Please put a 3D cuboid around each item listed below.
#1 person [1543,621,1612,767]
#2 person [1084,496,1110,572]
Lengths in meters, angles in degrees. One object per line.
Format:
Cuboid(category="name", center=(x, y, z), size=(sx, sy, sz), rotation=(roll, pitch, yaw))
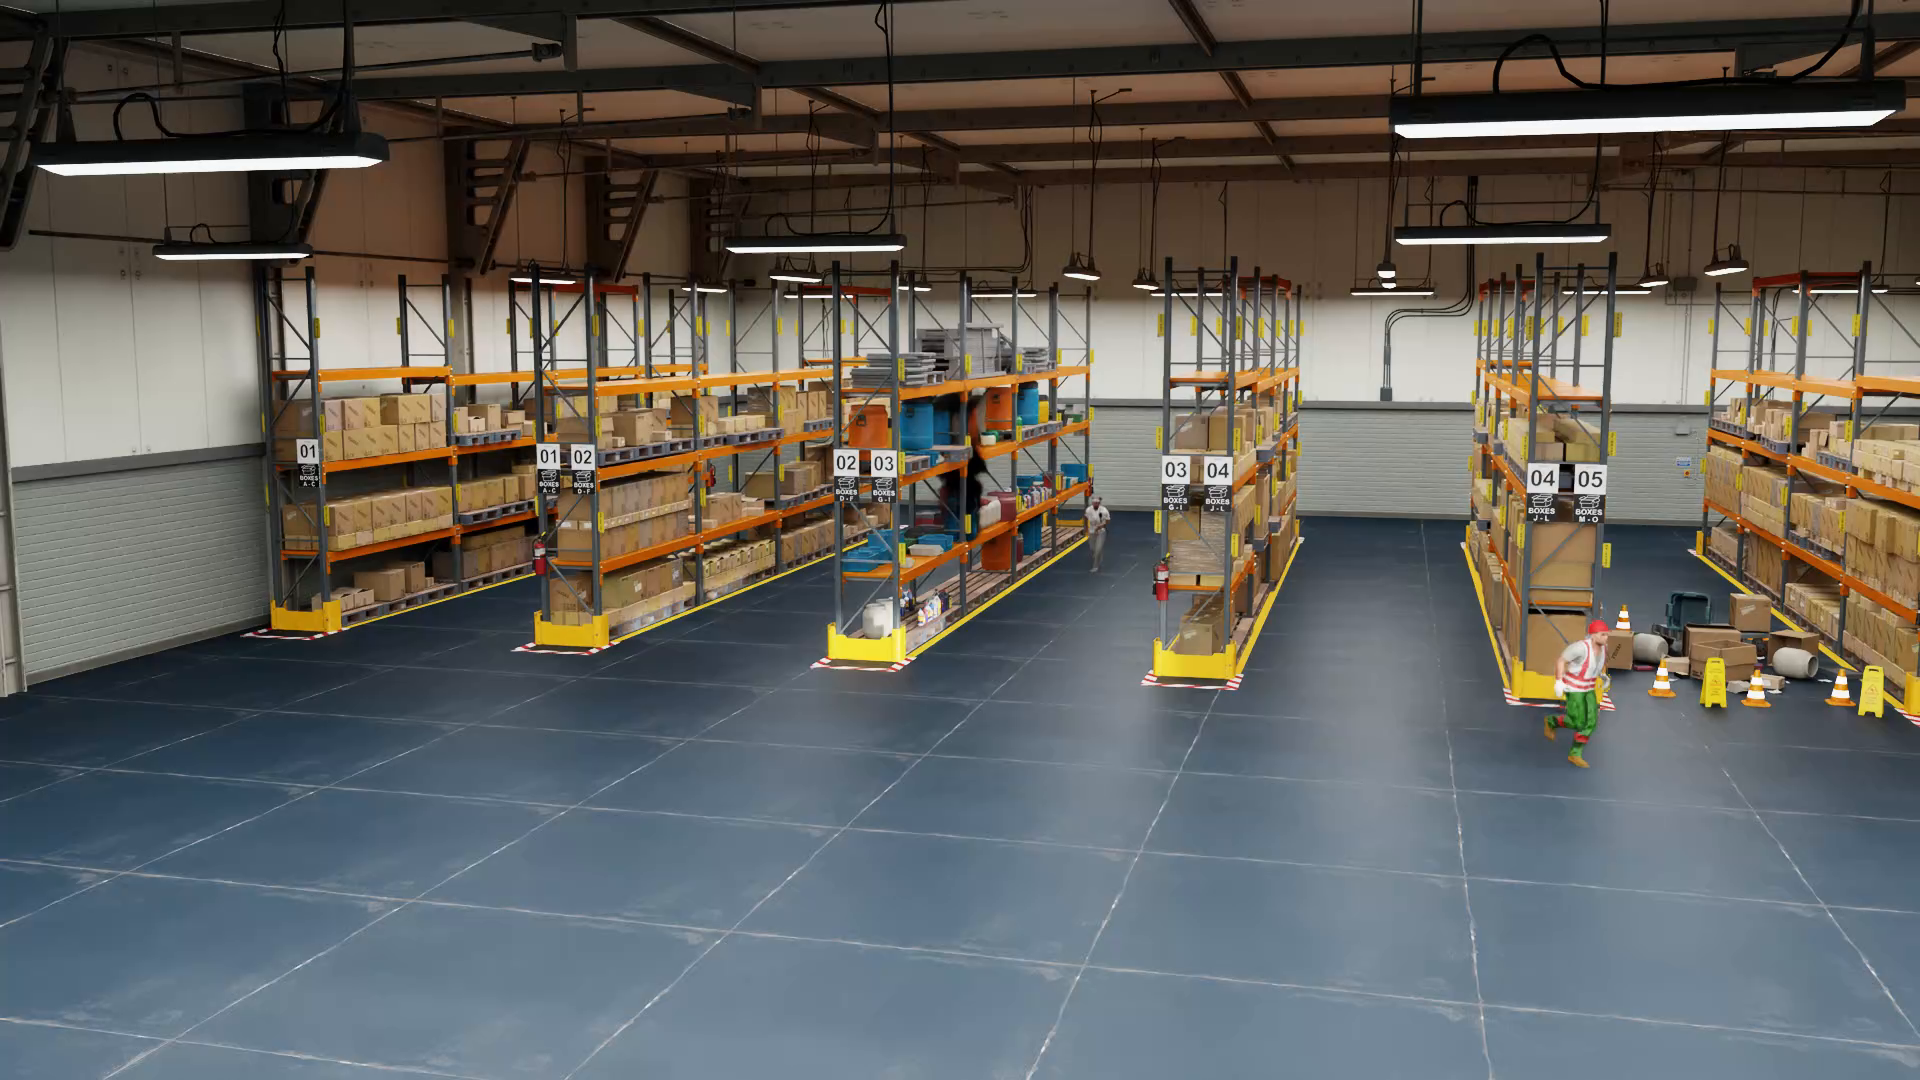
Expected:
Cuboid(category="person", center=(7.152, 1.740, 19.264), size=(0.655, 1.717, 0.846), rotation=(-5, 9, -32))
Cuboid(category="person", center=(2.834, -0.135, 34.406), size=(0.563, 1.618, 0.698), rotation=(2, 7, 12))
